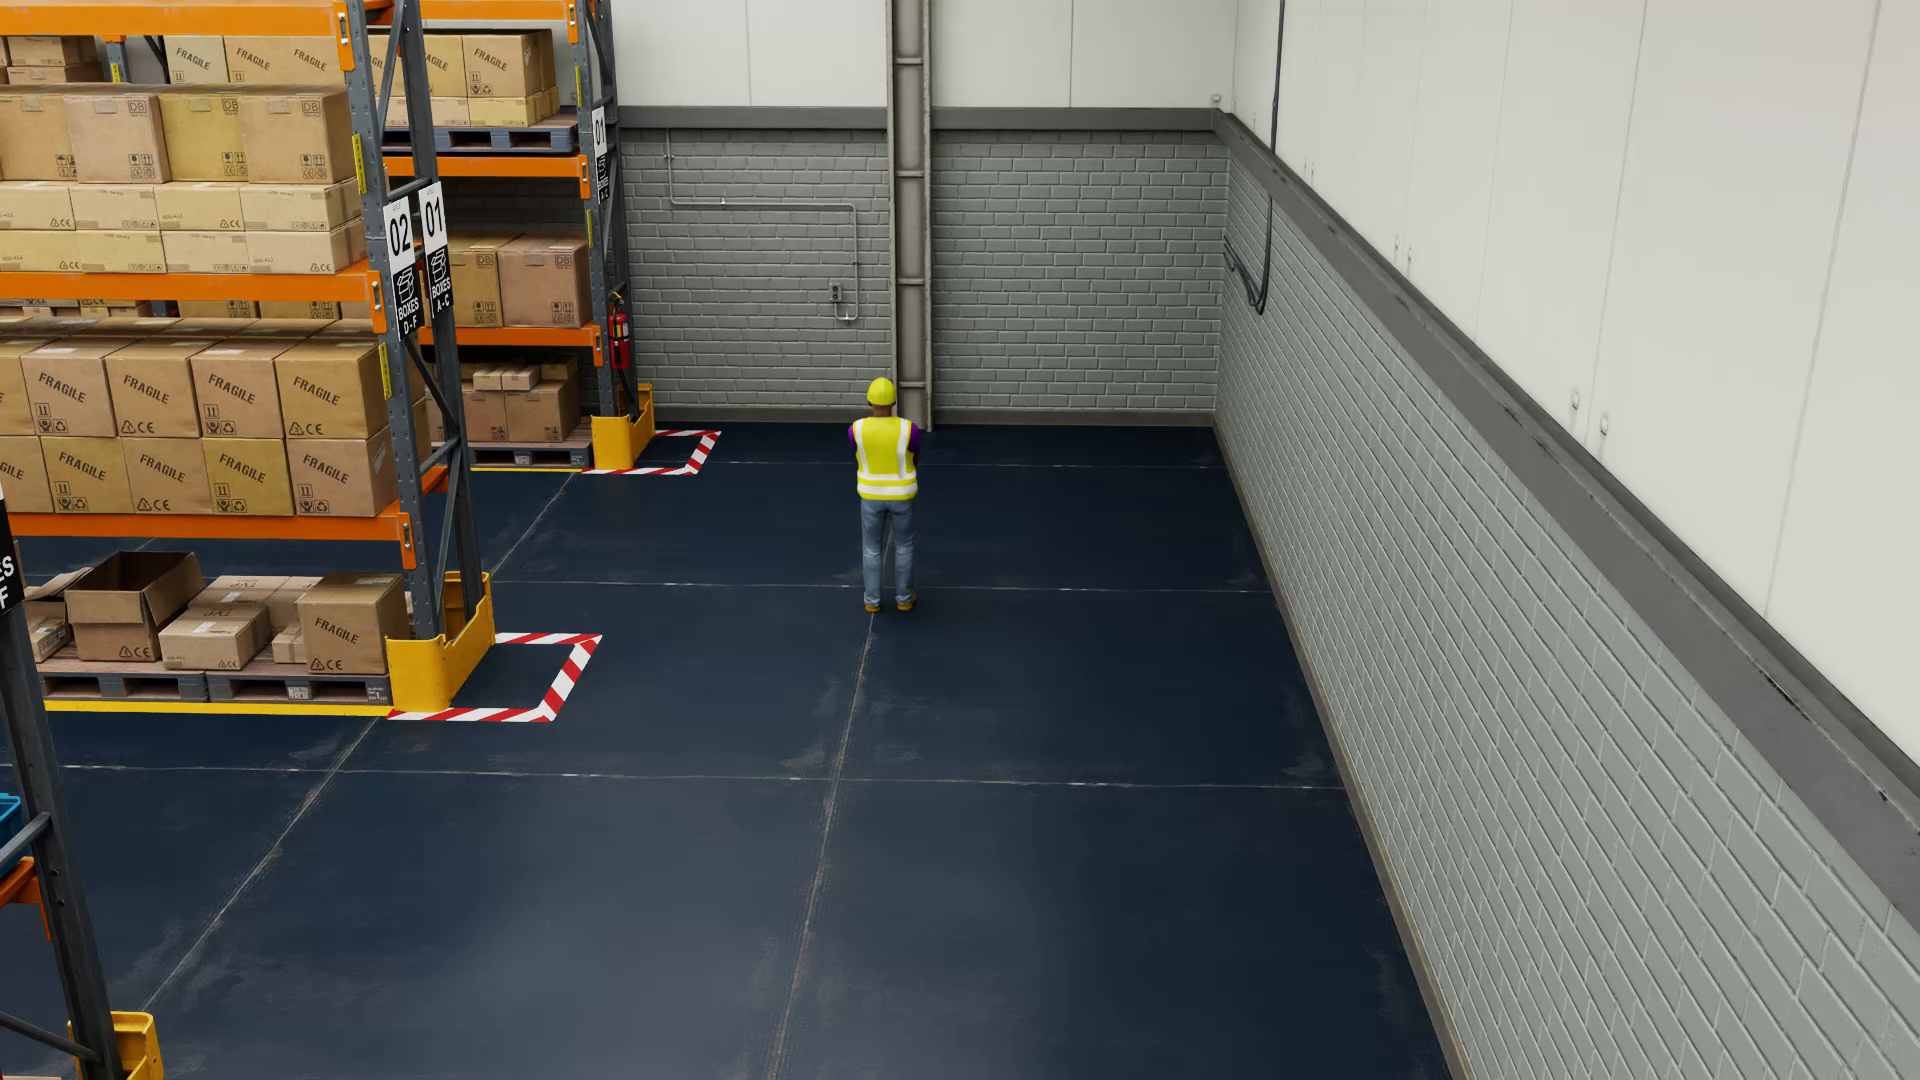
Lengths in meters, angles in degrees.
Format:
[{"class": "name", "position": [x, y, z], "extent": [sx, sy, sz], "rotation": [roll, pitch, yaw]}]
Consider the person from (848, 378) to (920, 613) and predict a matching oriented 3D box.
[{"class": "person", "position": [-0.527, -0.354, 11.993], "extent": [0.503, 1.760, 0.577], "rotation": [1, 21, 2]}]
